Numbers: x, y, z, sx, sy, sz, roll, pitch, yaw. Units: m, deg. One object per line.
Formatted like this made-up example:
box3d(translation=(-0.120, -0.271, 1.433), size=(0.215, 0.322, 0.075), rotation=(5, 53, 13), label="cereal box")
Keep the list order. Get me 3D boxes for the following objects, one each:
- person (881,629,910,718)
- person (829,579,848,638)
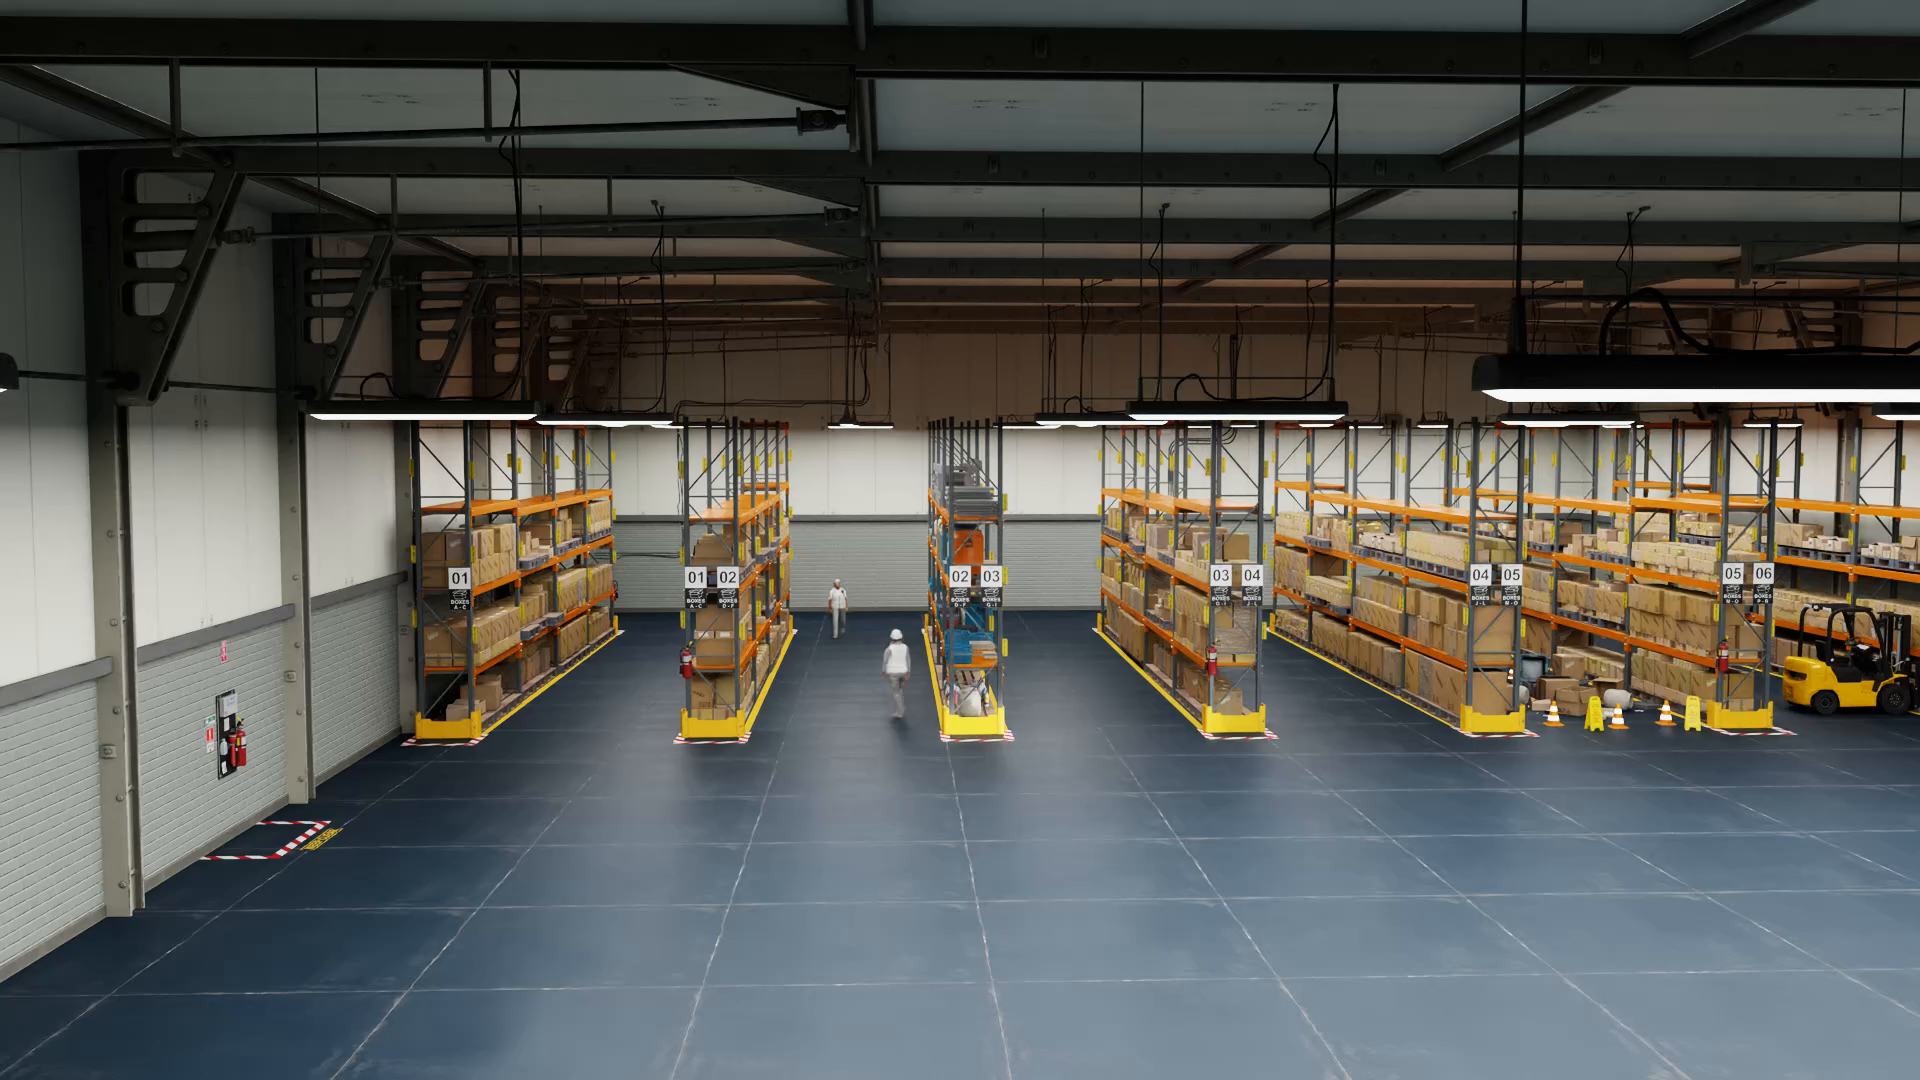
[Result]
box3d(translation=(-1.286, 2.695, 33.243), size=(0.548, 1.841, 0.551), rotation=(-3, 5, -40), label="person")
box3d(translation=(-3.393, 1.894, 46.276), size=(0.530, 1.610, 0.932), rotation=(-1, 4, -8), label="person")
